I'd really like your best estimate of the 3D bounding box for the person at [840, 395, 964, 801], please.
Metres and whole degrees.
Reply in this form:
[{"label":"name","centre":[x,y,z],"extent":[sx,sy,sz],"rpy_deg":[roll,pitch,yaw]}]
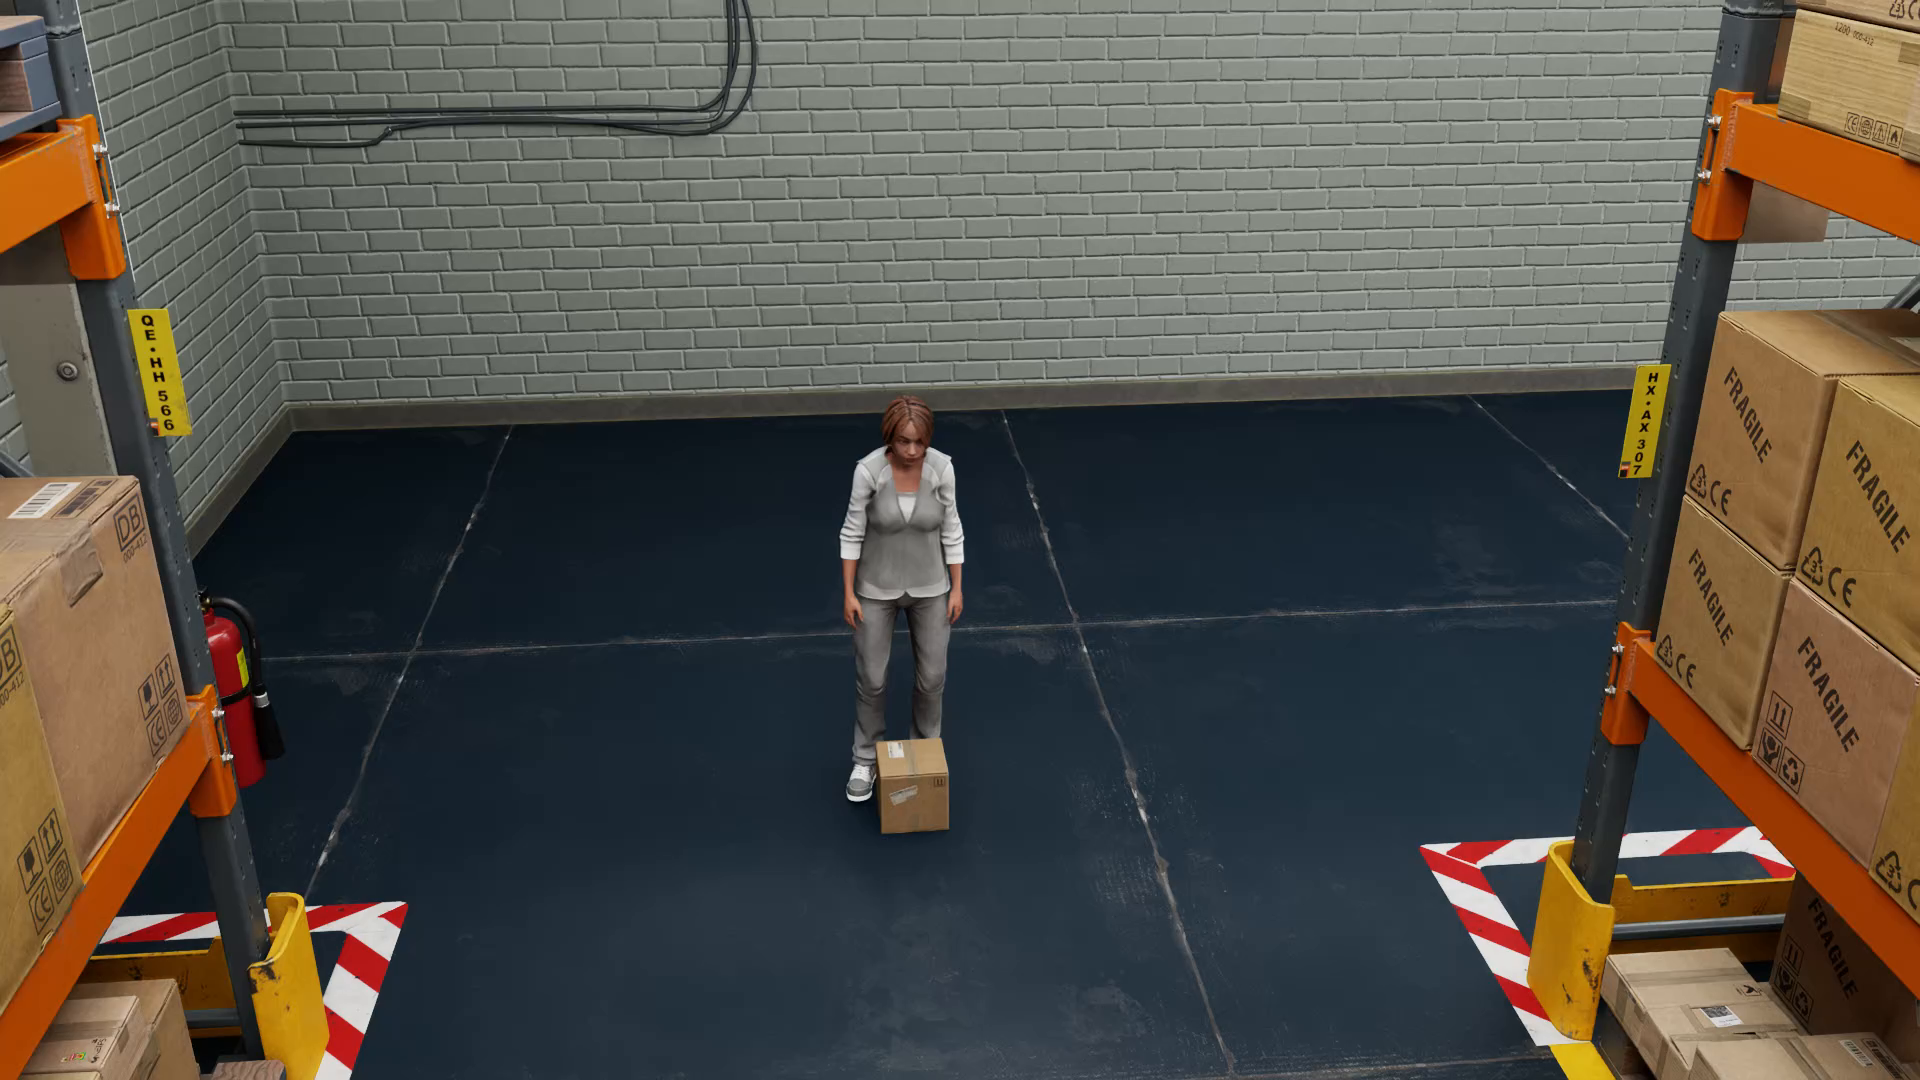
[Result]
[{"label":"person","centre":[-0.213,0.209,6.151],"extent":[0.473,1.590,0.347],"rpy_deg":[-3,24,-8]}]
